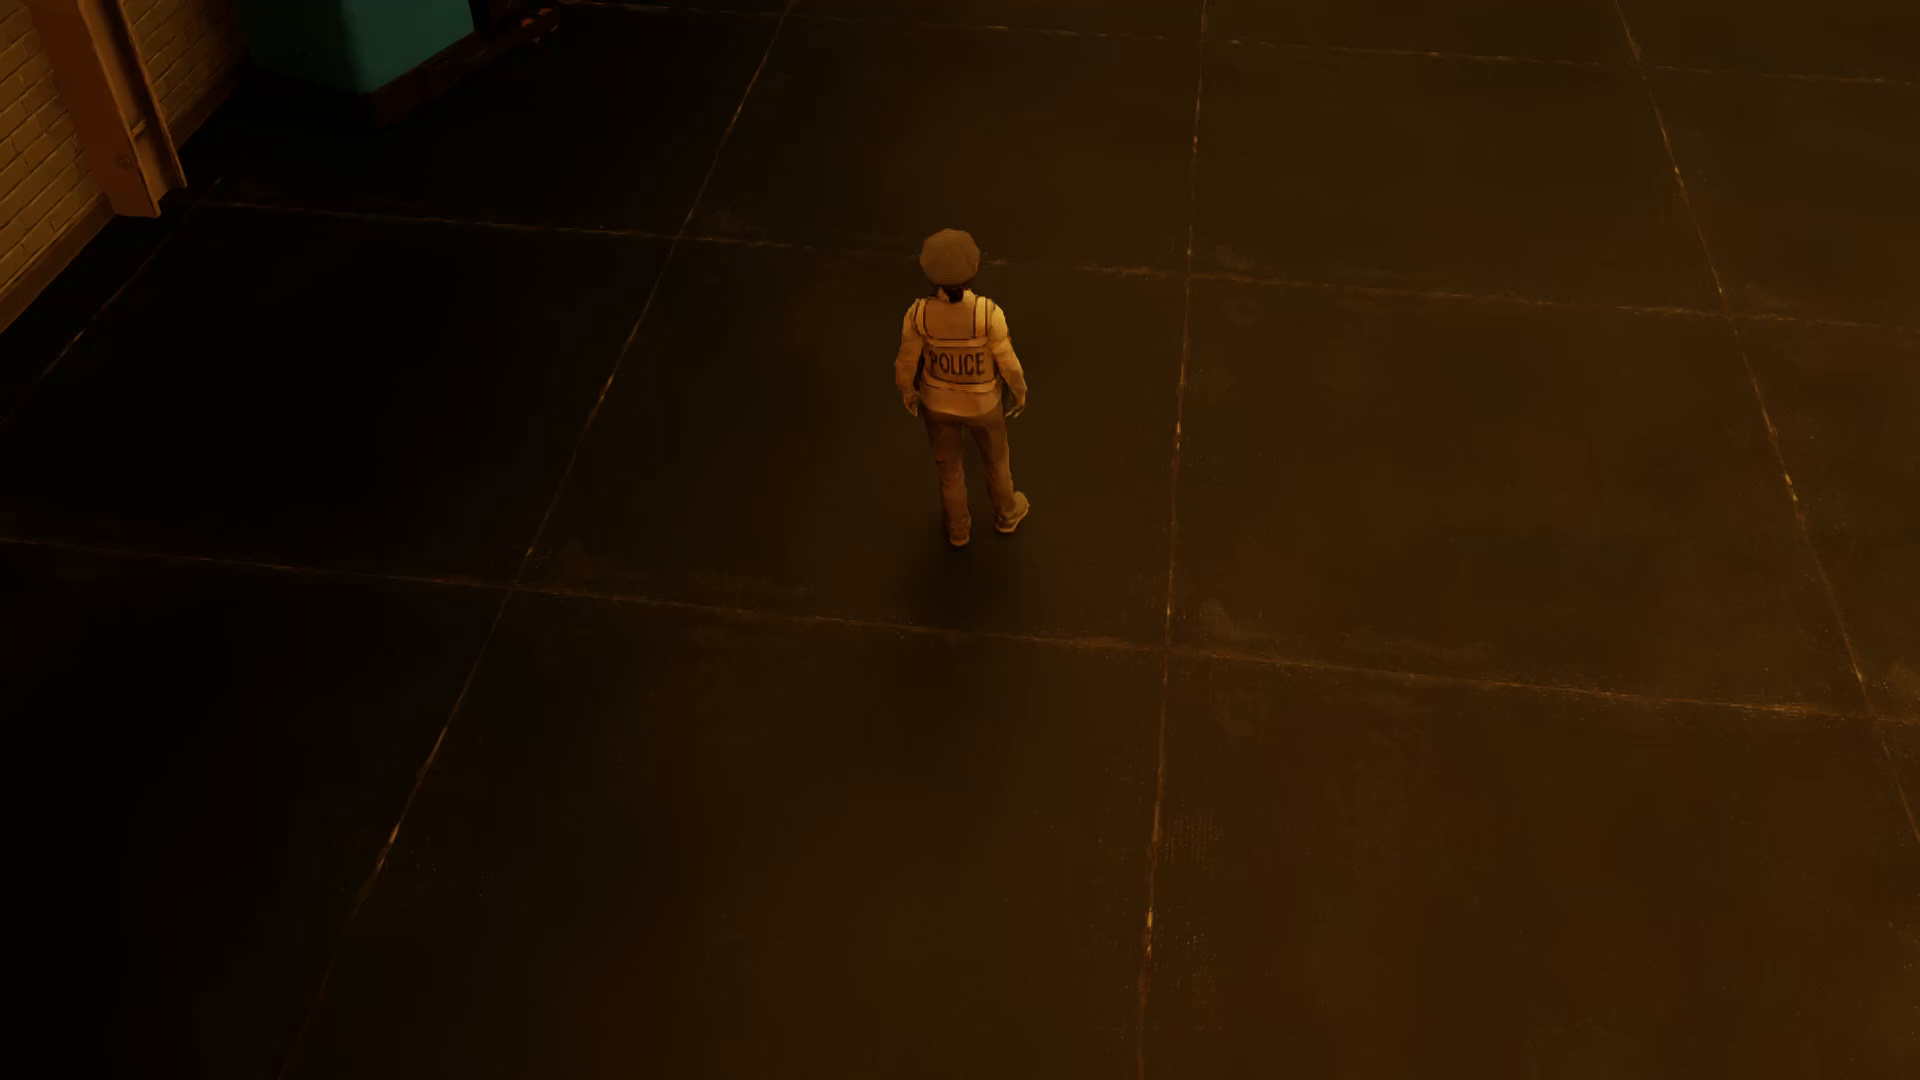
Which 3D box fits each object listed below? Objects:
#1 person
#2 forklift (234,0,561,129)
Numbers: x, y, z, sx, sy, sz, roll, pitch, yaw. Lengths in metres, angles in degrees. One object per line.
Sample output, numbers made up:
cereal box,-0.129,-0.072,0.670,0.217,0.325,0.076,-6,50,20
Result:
person,0.016,-0.674,7.361,0.586,1.695,0.533,5,43,6
forklift,-3.496,-4.703,10.844,1.130,2.935,3.031,19,46,20
